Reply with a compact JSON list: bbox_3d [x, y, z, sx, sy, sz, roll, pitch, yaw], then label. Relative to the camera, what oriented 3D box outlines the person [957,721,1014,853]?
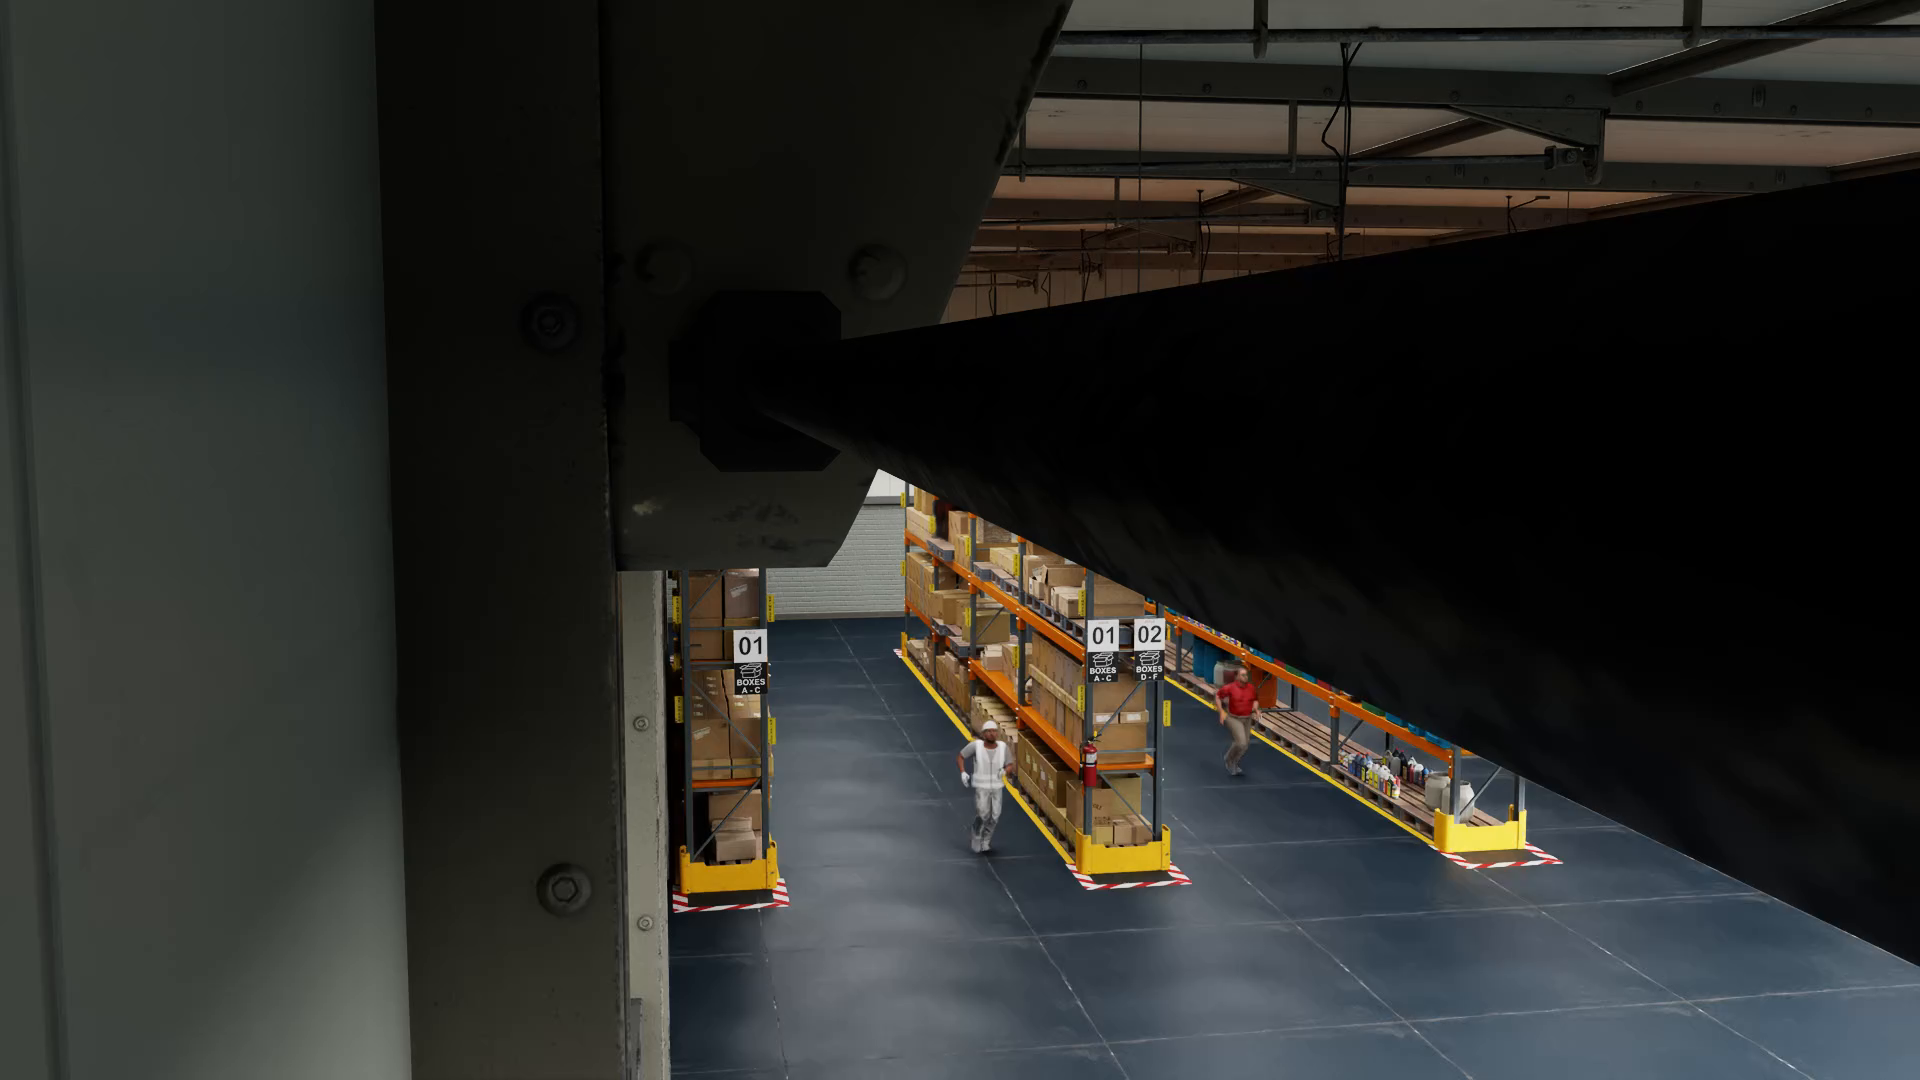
[{"bbox_3d":[0.374,3.213,21.628,0.696,1.723,0.627,-2,6,-18],"label":"person"}]

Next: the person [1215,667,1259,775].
[{"bbox_3d":[4.347,2.814,25.743,0.638,1.686,0.741,-3,7,-25],"label":"person"}]
